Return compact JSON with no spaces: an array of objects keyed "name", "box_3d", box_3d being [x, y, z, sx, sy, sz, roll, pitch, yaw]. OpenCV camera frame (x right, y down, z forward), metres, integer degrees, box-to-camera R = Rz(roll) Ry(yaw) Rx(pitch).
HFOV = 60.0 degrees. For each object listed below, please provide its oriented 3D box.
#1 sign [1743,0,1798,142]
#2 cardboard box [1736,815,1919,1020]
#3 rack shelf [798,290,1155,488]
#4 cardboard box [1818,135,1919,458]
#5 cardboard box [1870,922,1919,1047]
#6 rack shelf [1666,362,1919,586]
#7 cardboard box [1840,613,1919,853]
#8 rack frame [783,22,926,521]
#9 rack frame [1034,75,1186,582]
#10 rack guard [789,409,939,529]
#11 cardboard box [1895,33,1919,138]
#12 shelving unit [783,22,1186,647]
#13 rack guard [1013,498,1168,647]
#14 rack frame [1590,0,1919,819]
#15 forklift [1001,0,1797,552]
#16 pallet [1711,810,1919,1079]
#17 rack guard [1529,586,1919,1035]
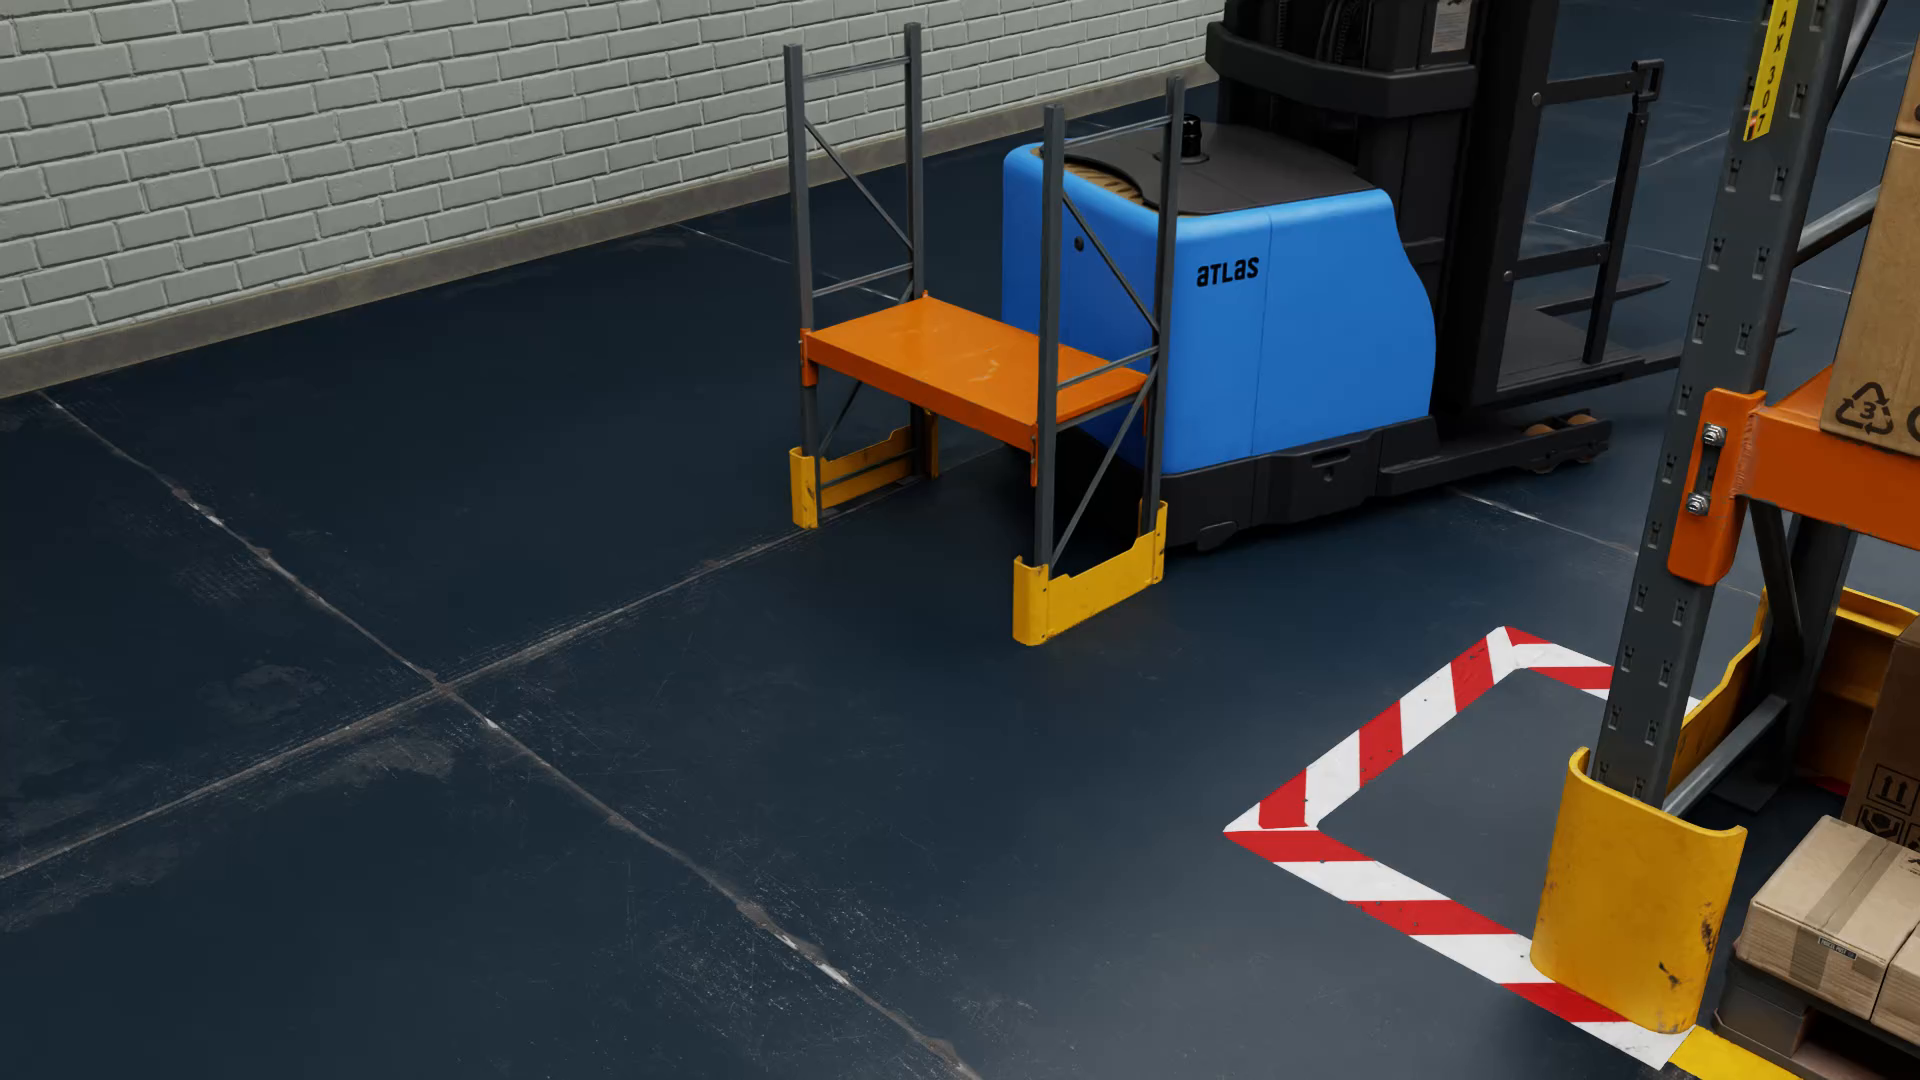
[{"name":"sign","box_3d":[1.286,-0.795,2.609,0.005,0.325,0.100,25,36,38]},{"name":"cardboard box","box_3d":[1.724,0.726,3.238,0.250,0.149,0.380,25,36,38]},{"name":"rack shelf","box_3d":[0.044,-0.473,4.925,0.538,0.185,1.000,-24,36,-38]},{"name":"cardboard box","box_3d":[1.798,-0.404,2.688,0.500,0.500,0.500,-24,36,-38]},{"name":"cardboard box","box_3d":[1.903,0.799,3.078,0.250,0.166,0.380,25,36,38]},{"name":"rack shelf","box_3d":[3.093,0.379,2.080,4.000,0.370,1.077,25,36,38]},{"name":"cardboard box","box_3d":[2.227,0.415,3.451,0.500,0.500,0.500,25,36,38]},{"name":"rack frame","box_3d":[-0.306,-0.804,5.167,0.500,1.500,0.032,-24,36,-38]},{"name":"rack frame","box_3d":[0.395,-0.461,4.516,0.500,1.500,0.032,-24,36,-38]},{"name":"rack guard","box_3d":[-0.306,-0.250,5.457,0.587,0.250,0.087,-24,36,-38]},{"name":"cardboard box","box_3d":[1.798,-0.847,2.456,0.500,0.500,0.500,-24,36,-38]},{"name":"shelving unit","box_3d":[0.038,-0.636,4.847,0.587,1.500,1.083,-24,36,-38]},{"name":"rack guard","box_3d":[0.382,0.085,4.819,0.587,0.250,0.087,-24,36,-38]},{"name":"rack frame","box_3d":[1.667,-0.592,3.153,0.127,3.000,1.000,25,36,38]},{"name":"forklift","box_3d":[1.676,-1.728,5.387,3.031,2.935,1.130,-13,31,-24]},{"name":"pallet","box_3d":[2.290,0.927,3.261,1.213,0.211,1.003,25,36,38]},{"name":"rack guard","box_3d":[1.721,0.539,3.688,0.348,0.500,1.175,25,36,38]}]
